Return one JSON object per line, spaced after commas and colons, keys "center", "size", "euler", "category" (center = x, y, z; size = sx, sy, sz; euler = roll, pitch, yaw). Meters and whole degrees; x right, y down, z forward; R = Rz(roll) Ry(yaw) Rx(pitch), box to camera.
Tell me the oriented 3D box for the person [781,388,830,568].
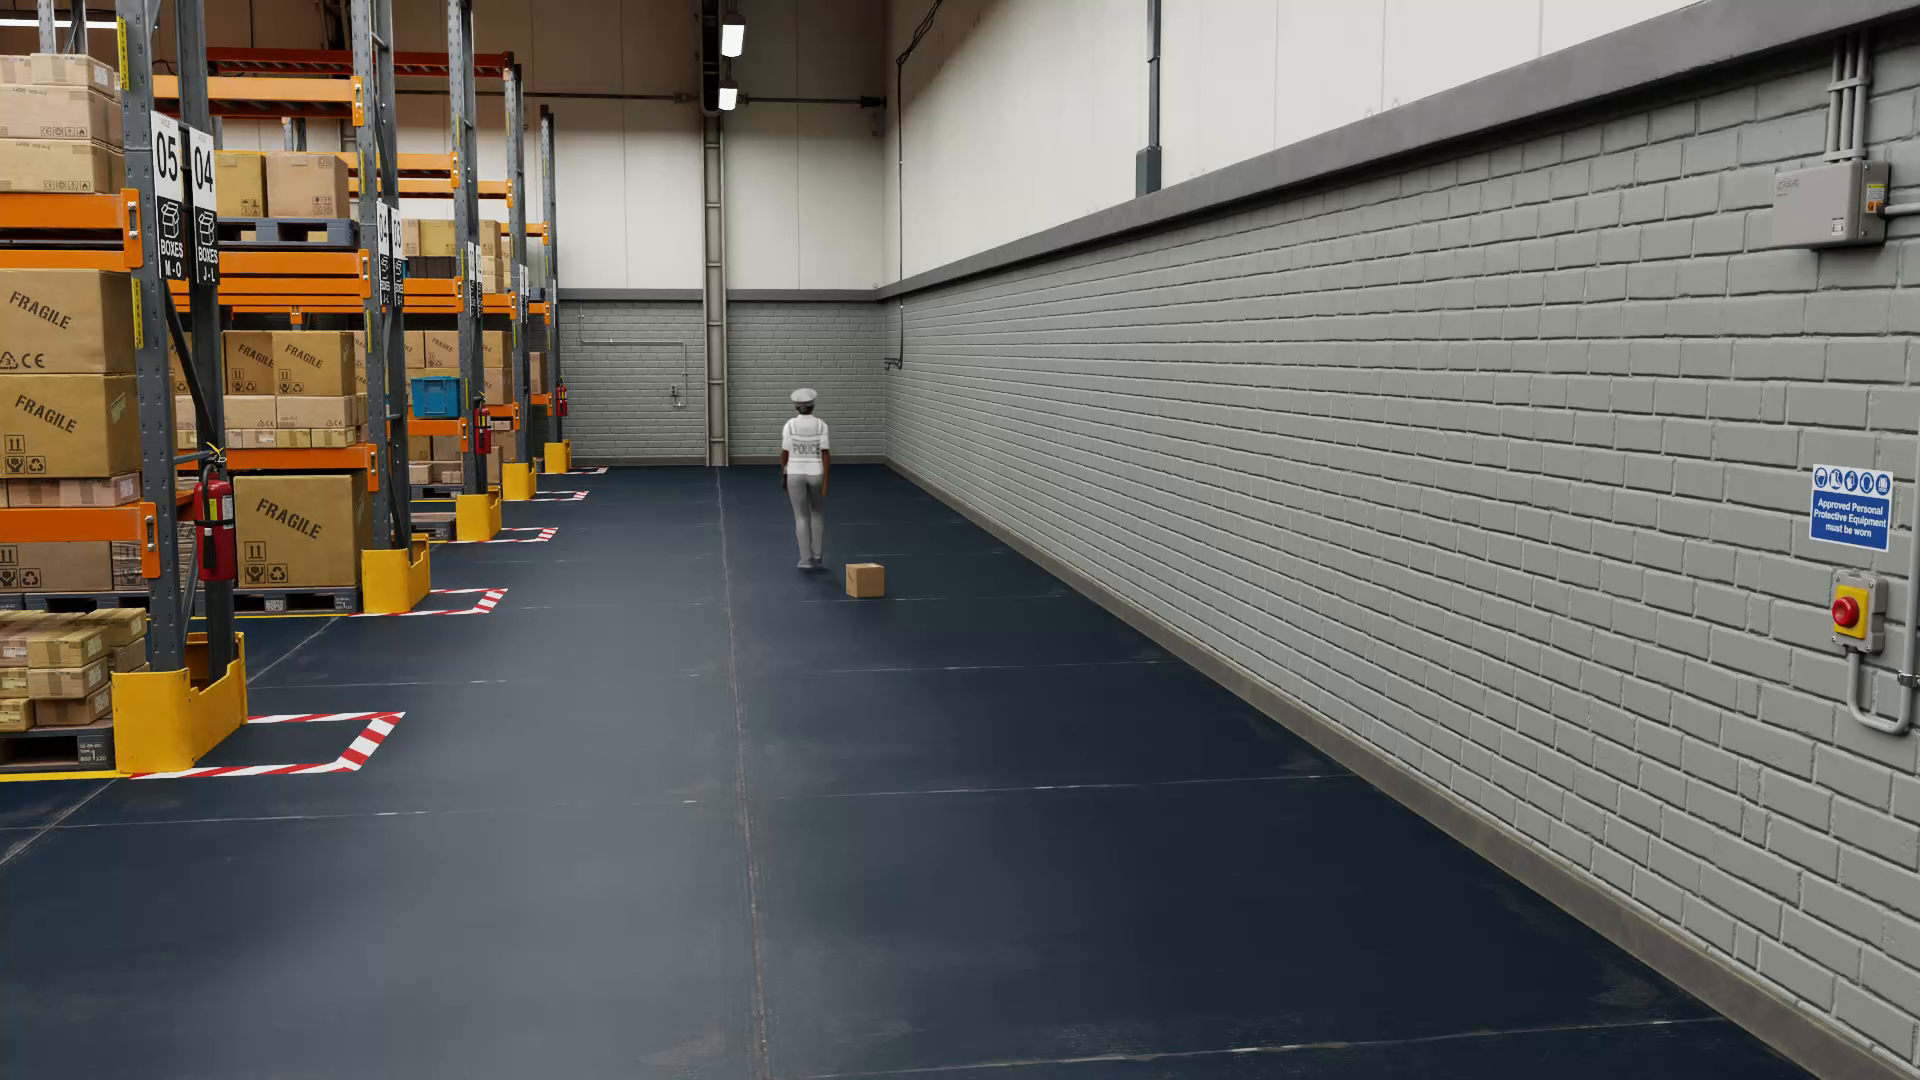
{"center": [-1.457, -0.546, 15.582], "size": [0.443, 1.755, 0.622], "euler": [-2, 7, -13], "category": "person"}
